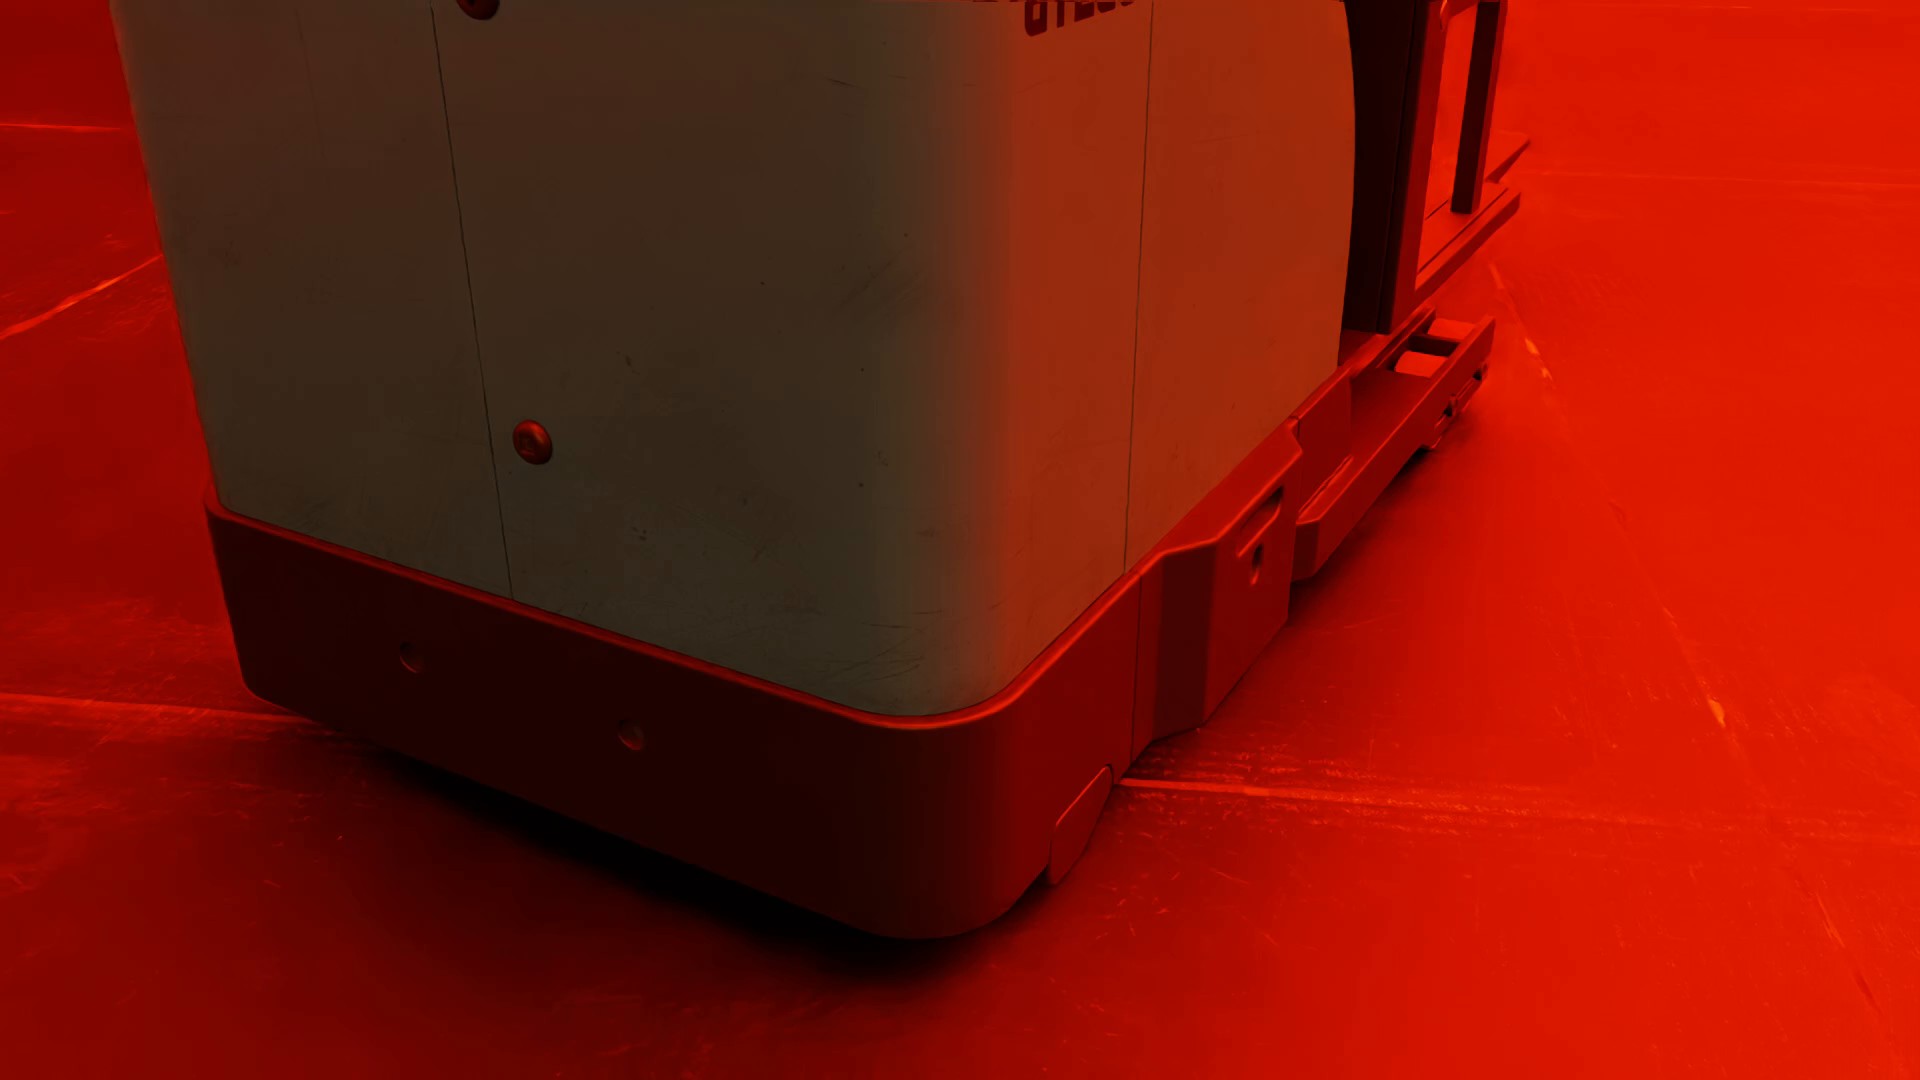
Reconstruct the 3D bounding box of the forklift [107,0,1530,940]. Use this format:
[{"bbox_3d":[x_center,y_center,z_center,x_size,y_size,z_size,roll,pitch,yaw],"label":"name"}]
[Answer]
[{"bbox_3d":[0.293,-1.553,2.330,1.130,2.935,3.031,14,30,26],"label":"forklift"}]
